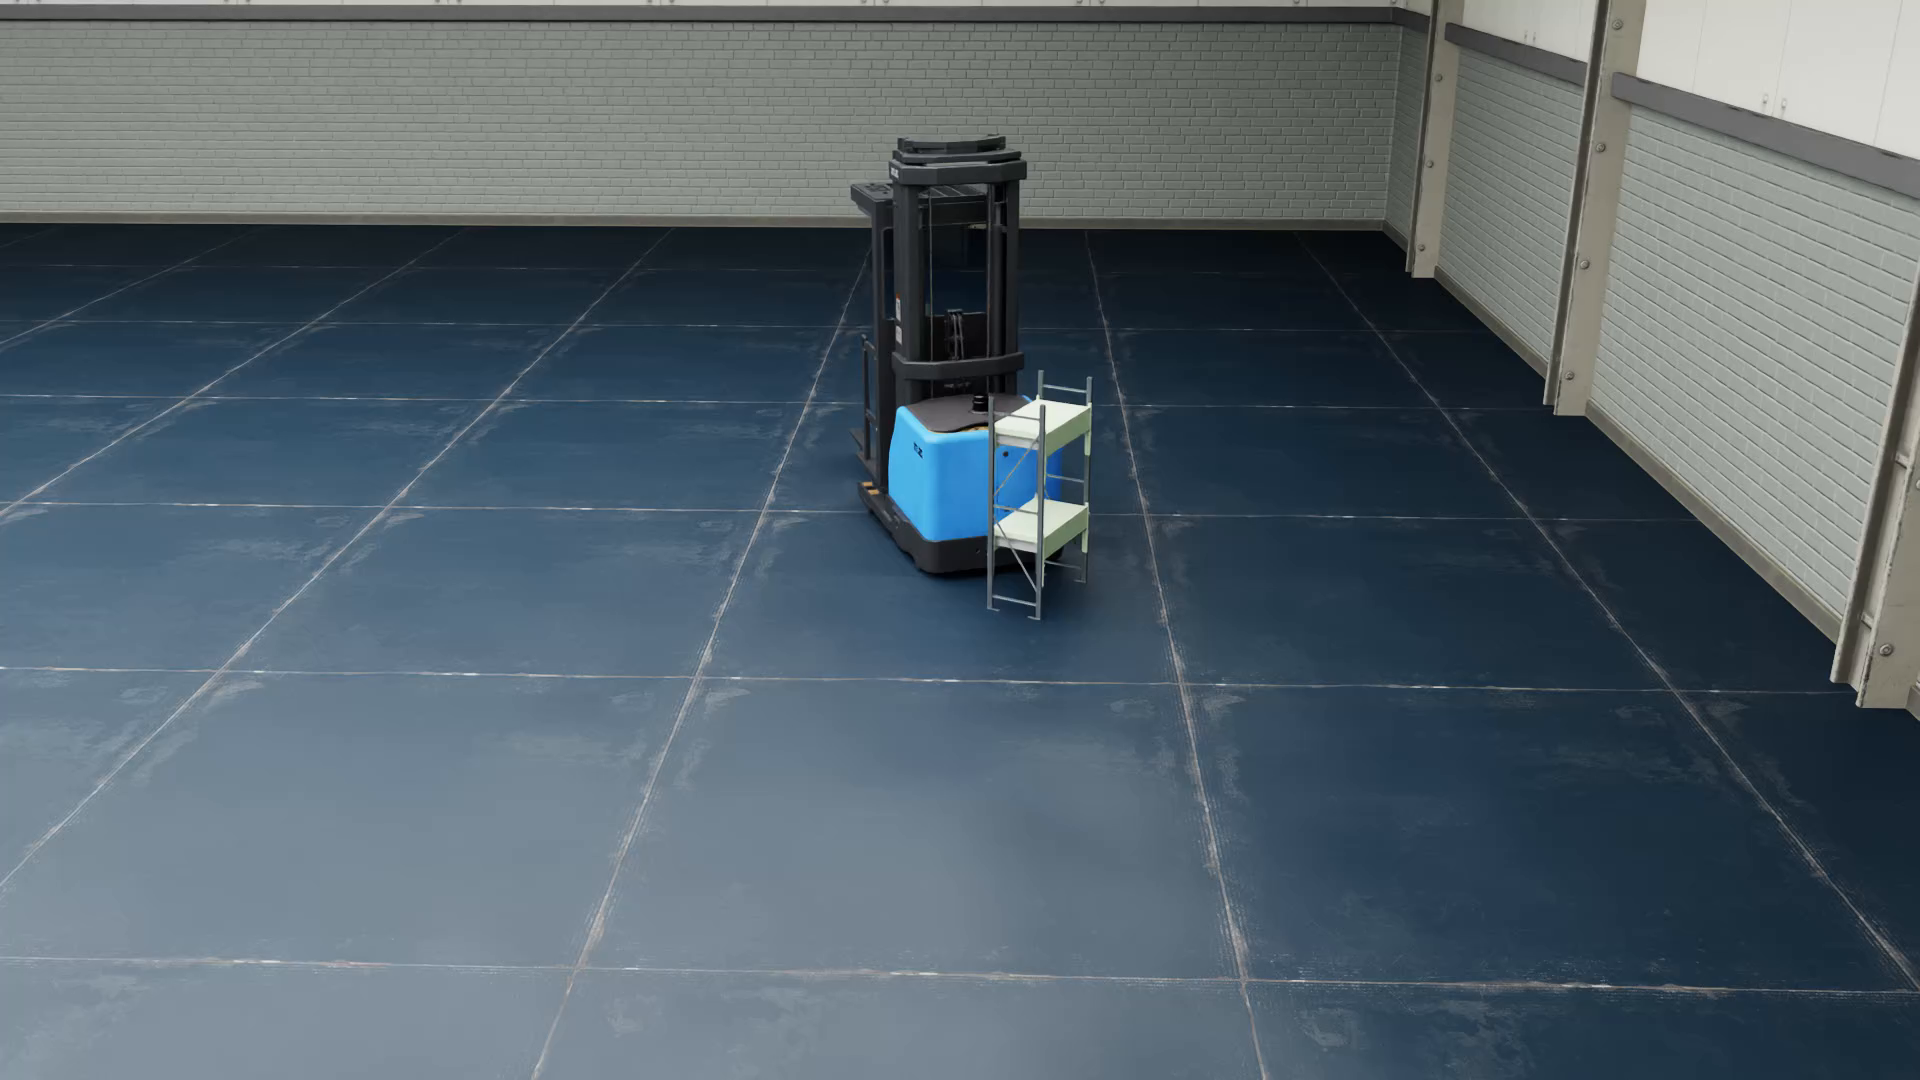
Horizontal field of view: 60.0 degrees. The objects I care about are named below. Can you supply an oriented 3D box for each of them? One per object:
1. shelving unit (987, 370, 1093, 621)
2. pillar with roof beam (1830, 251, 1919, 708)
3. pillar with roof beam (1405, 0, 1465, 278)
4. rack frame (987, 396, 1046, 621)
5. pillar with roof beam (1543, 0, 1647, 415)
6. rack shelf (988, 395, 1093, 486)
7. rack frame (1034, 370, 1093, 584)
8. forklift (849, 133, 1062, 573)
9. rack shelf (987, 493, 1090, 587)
[{"bbox_3d":[0.541,-0.311,11.257,0.431,1.500,0.755,11,24,26],"label":"shelving unit"},{"bbox_3d":[1.236,-3.310,8.619,9.100,9.000,0.400,1,21,2],"label":"pillar with roof beam"},{"bbox_3d":[1.601,-7.648,19.801,9.100,9.000,0.400,1,21,2],"label":"pillar with roof beam"},{"bbox_3d":[0.367,-0.194,10.956,0.400,1.500,0.023,11,24,26],"label":"rack frame"},{"bbox_3d":[1.419,-5.479,14.210,9.100,9.000,0.400,1,21,2],"label":"pillar with roof beam"},{"bbox_3d":[0.541,-0.675,11.115,0.431,0.370,0.720,11,24,26],"label":"rack shelf"},{"bbox_3d":[0.715,-0.427,11.557,0.400,1.500,0.023,11,24,26],"label":"rack frame"},{"bbox_3d":[-0.183,-1.635,12.692,1.130,2.935,3.031,-6,22,-16],"label":"forklift"},{"bbox_3d":[0.541,-0.007,11.375,0.431,0.370,0.720,11,24,26],"label":"rack shelf"}]
